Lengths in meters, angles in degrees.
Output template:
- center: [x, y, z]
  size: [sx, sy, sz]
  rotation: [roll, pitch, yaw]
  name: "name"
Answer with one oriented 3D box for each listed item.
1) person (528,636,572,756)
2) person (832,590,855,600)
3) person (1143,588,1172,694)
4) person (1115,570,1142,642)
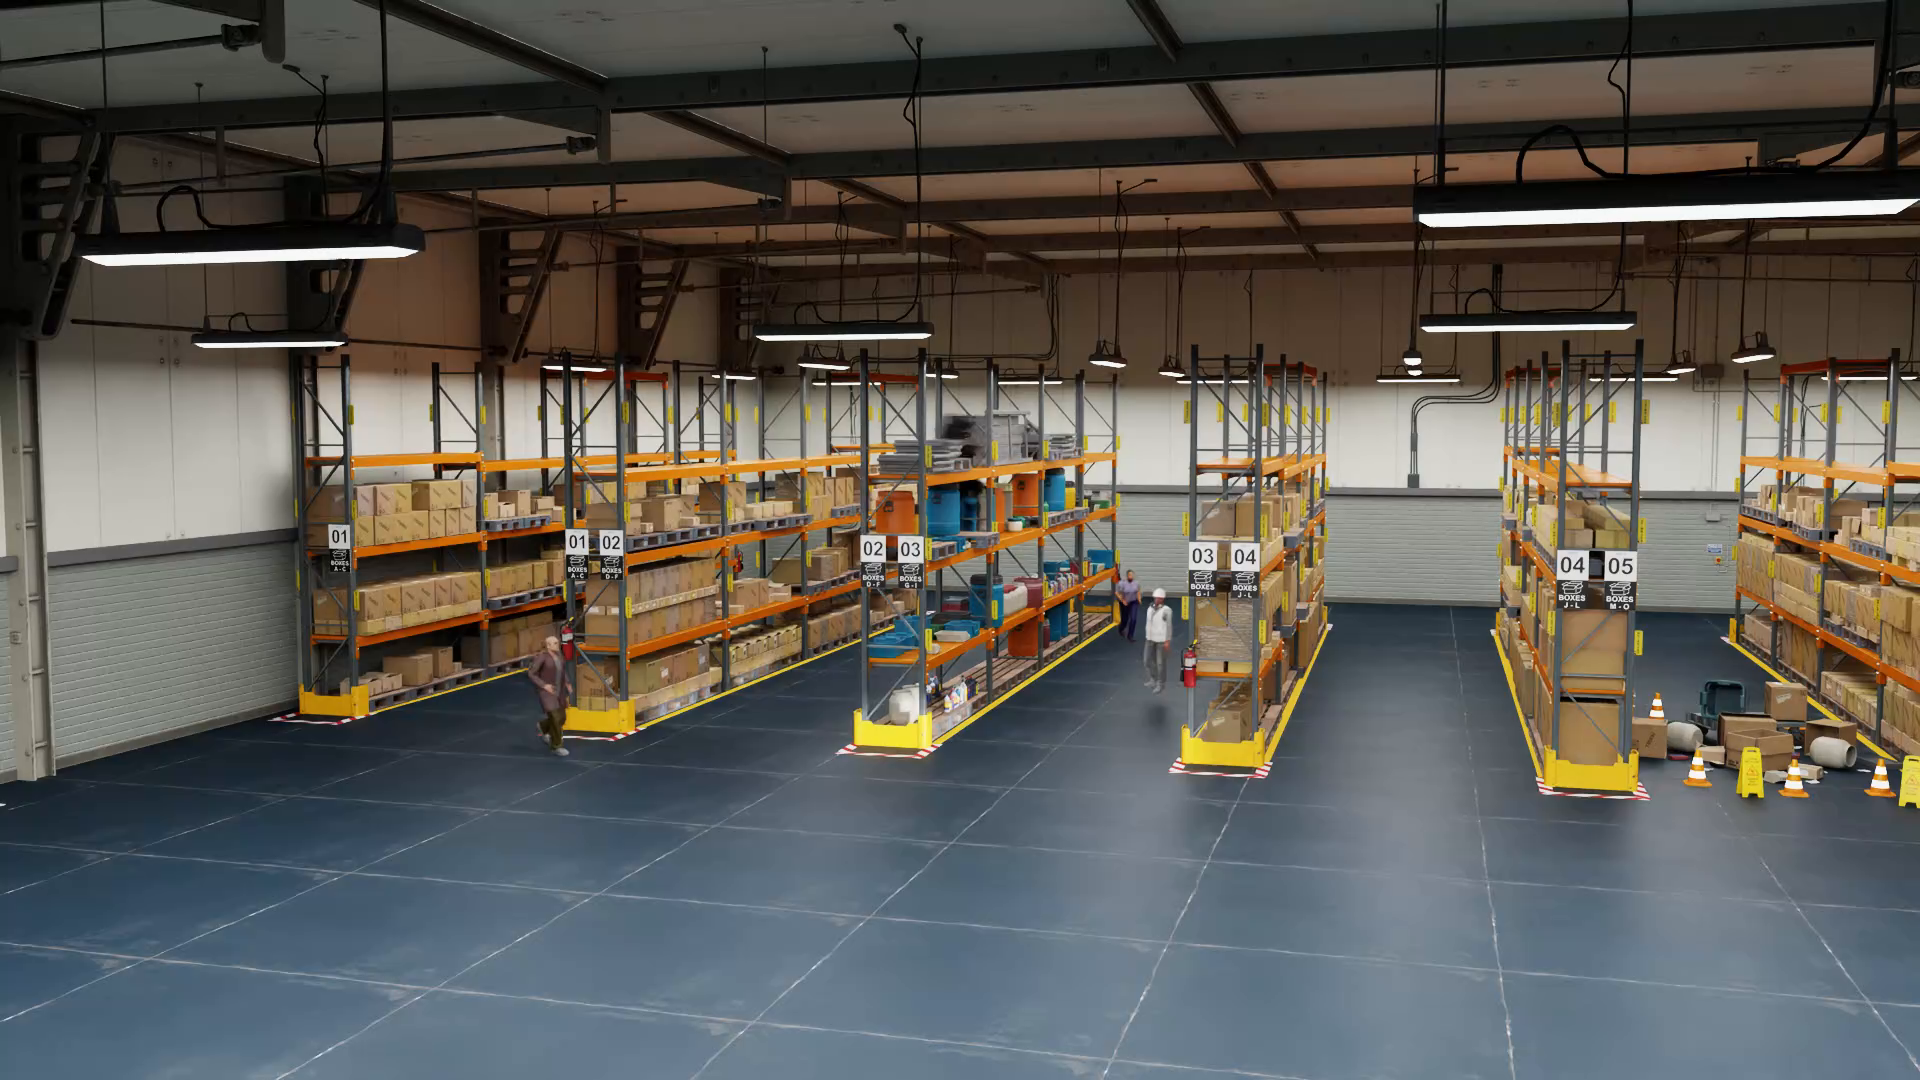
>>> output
- center: [-6.090, 2.297, 24.579]
  size: [0.761, 1.759, 0.718]
  rotation: [3, 5, 33]
  name: "person"
- center: [-3.030, 0.968, 43.615]
  size: [1.115, 1.438, 0.603]
  rotation: [4, 6, 39]
  name: "person"
- center: [3.377, 1.714, 28.377]
  size: [0.456, 1.806, 0.635]
  rotation: [-4, 6, -43]
  name: "person"
- center: [3.728, 1.444, 36.976]
  size: [0.612, 1.602, 0.713]
  rotation: [-1, 4, -9]
  name: "person"
